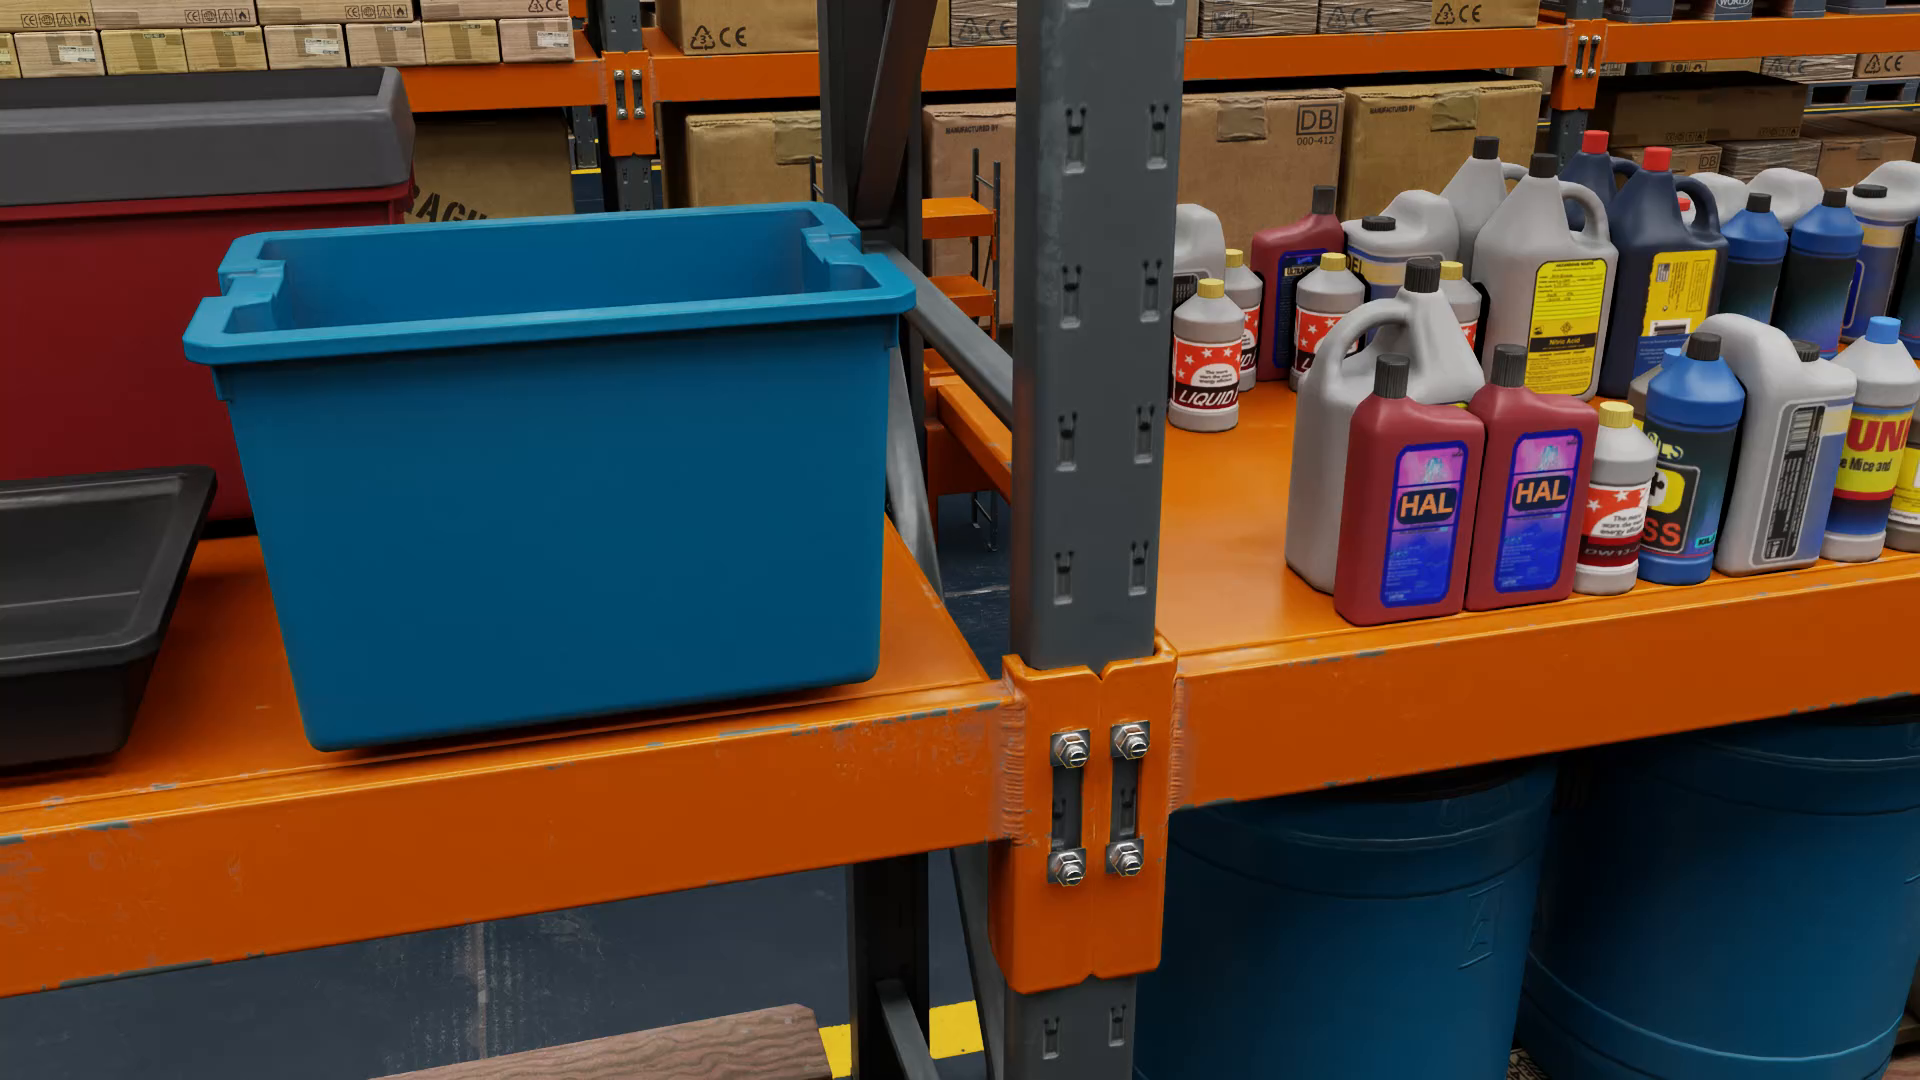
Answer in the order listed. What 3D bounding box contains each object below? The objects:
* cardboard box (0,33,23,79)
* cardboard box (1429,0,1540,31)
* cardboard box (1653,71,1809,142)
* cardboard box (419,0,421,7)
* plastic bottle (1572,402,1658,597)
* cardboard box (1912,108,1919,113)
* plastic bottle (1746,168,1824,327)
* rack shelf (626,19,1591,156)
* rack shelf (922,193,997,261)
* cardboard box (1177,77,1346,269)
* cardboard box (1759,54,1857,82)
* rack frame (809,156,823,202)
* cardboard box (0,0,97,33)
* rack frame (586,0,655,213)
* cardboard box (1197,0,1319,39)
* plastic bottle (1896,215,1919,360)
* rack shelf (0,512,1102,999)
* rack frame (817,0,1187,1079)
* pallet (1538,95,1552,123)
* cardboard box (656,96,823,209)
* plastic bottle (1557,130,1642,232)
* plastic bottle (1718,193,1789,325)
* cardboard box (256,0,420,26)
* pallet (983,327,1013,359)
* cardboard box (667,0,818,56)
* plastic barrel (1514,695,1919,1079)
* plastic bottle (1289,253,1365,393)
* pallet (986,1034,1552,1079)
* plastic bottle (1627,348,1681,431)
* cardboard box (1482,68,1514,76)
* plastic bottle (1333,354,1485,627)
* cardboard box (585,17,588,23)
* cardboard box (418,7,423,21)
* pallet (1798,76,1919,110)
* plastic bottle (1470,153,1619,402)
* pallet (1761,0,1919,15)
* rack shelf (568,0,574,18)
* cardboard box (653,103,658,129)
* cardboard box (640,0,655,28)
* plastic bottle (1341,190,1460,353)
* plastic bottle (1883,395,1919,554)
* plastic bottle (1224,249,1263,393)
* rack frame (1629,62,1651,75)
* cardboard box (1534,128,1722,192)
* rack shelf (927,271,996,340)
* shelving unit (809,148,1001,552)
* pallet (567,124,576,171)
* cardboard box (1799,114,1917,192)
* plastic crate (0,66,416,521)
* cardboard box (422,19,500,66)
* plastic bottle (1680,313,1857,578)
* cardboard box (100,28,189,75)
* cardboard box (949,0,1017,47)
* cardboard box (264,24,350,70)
[{"bbox_3d":[-3.279,-1.647,5.602,0.250,0.149,0.380,-7,24,-16],"label":"cardboard box"},{"bbox_3d":[2.103,-2.437,6.998,0.500,0.500,0.500,-6,24,-13],"label":"cardboard box"},{"bbox_3d":[3.657,-2.078,7.951,0.500,0.250,0.500,-4,23,-8],"label":"cardboard box"},{"bbox_3d":[-1.863,-2.228,6.452,0.500,0.250,0.500,-7,24,-15],"label":"cardboard box"},{"bbox_3d":[0.701,-0.050,1.814,0.097,0.201,0.097,0,23,0],"label":"plastic bottle"},{"bbox_3d":[5.302,-1.916,8.523,0.500,0.500,0.700,-6,24,-15],"label":"cardboard box"},{"bbox_3d":[1.257,-0.445,2.641,0.135,0.276,0.152,-6,24,-14],"label":"plastic bottle"},{"bbox_3d":[0.586,-1.994,7.005,4.000,0.370,1.077,-6,24,-14],"label":"rack shelf"},{"bbox_3d":[-0.159,-0.895,4.817,0.480,0.148,0.258,-6,24,-14],"label":"rack shelf"},{"bbox_3d":[0.981,-1.596,7.328,0.875,0.875,1.225,-6,24,-14],"label":"cardboard box"},{"bbox_3d":[6.612,-4.212,13.423,0.875,0.875,0.875,-6,24,-14],"label":"cardboard box"},{"bbox_3d":[-0.394,-0.508,4.912,0.015,1.200,0.240,-6,24,-14],"label":"rack frame"},{"bbox_3d":[-3.172,-1.869,5.615,0.500,0.250,0.500,-7,24,-15],"label":"cardboard box"},{"bbox_3d":[-1.340,-2.111,6.366,0.127,3.000,1.000,-6,24,-14],"label":"rack frame"},{"bbox_3d":[1.123,-2.329,6.747,0.500,0.500,0.500,-7,24,-16],"label":"cardboard box"},{"bbox_3d":[1.532,-0.423,2.594,0.097,0.271,0.097,0,23,0],"label":"plastic bottle"},{"bbox_3d":[-1.927,0.313,1.629,4.000,0.370,1.077,-6,24,-14],"label":"rack shelf"},{"bbox_3d":[-0.002,-0.231,1.984,0.127,3.000,1.000,-6,24,-14],"label":"rack frame"},{"bbox_3d":[4.398,-3.465,13.058,1.213,0.211,1.003,-6,24,-14],"label":"pallet"},{"bbox_3d":[-0.729,-1.404,6.879,0.875,0.875,1.225,-6,24,-14],"label":"cardboard box"},{"bbox_3d":[0.973,-0.450,2.557,0.185,0.351,0.144,-6,24,-14],"label":"plastic bottle"},{"bbox_3d":[1.179,-0.384,2.503,0.097,0.271,0.097,0,23,0],"label":"plastic bottle"},{"bbox_3d":[-2.192,-1.976,5.865,0.500,0.250,0.500,-6,24,-13],"label":"cardboard box"},{"bbox_3d":[0.560,-1.072,7.481,1.213,0.211,1.003,-6,24,-14],"label":"pallet"},{"bbox_3d":[-0.829,-2.111,6.240,0.500,0.500,0.500,-6,24,-14],"label":"cardboard box"},{"bbox_3d":[1.208,0.414,2.611,0.708,0.901,0.600,-6,24,-14],"label":"plastic barrel"},{"bbox_3d":[0.539,-0.318,2.439,0.097,0.201,0.097,0,23,0],"label":"plastic bottle"},{"bbox_3d":[0.752,0.984,2.688,1.213,0.211,1.003,-6,24,-14],"label":"pallet"},{"bbox_3d":[0.847,-0.129,1.997,0.097,0.201,0.097,0,23,0],"label":"plastic bottle"},{"bbox_3d":[3.617,-3.815,12.657,0.750,0.750,1.050,-6,24,-14],"label":"cardboard box"},{"bbox_3d":[0.466,-0.054,1.720,0.133,0.283,0.061,-6,24,-14],"label":"plastic bottle"},{"bbox_3d":[-3.441,-5.187,15.696,0.875,0.875,0.875,-6,24,-13],"label":"cardboard box"},{"bbox_3d":[-2.221,-2.034,6.505,0.250,0.149,0.380,-6,24,-13],"label":"cardboard box"},{"bbox_3d":[7.050,-3.758,13.741,1.213,0.211,1.003,-6,24,-14],"label":"pallet"},{"bbox_3d":[0.834,-0.376,2.384,0.185,0.351,0.144,-6,24,-14],"label":"plastic bottle"},{"bbox_3d":[4.406,-2.676,7.925,1.213,0.211,1.003,-6,24,-14],"label":"pallet"},{"bbox_3d":[-4.508,-3.461,10.425,4.000,0.370,1.077,-6,24,-14],"label":"rack shelf"},{"bbox_3d":[-1.799,-3.027,11.139,0.500,0.500,0.500,-5,24,-12],"label":"cardboard box"},{"bbox_3d":[-1.933,-3.569,11.451,0.500,0.250,0.500,-7,24,-16],"label":"cardboard box"},{"bbox_3d":[0.642,-0.377,2.483,0.135,0.276,0.152,-6,24,-14],"label":"plastic bottle"},{"bbox_3d":[1.112,-0.095,1.920,0.097,0.201,0.097,0,23,0],"label":"plastic bottle"},{"bbox_3d":[0.395,-0.327,2.460,0.097,0.201,0.097,0,23,0],"label":"plastic bottle"},{"bbox_3d":[5.120,-4.857,12.766,0.127,3.000,1.000,-6,24,-14],"label":"rack frame"},{"bbox_3d":[3.151,-1.670,7.949,0.500,0.500,0.700,-8,24,-17],"label":"cardboard box"},{"bbox_3d":[-0.159,-0.678,4.911,0.480,0.148,0.258,-6,24,-14],"label":"rack shelf"},{"bbox_3d":[-0.159,-0.534,4.972,0.503,1.200,0.258,-6,24,-14],"label":"shelving unit"},{"bbox_3d":[-3.219,-2.639,11.132,1.213,0.211,1.003,-6,24,-14],"label":"pallet"},{"bbox_3d":[4.226,-1.797,8.245,0.500,0.500,0.700,-4,24,-10],"label":"cardboard box"},{"bbox_3d":[-0.929,-0.288,1.960,0.583,0.464,0.402,-6,24,-14],"label":"plastic crate"},{"bbox_3d":[-1.793,-1.811,5.986,0.250,0.149,0.380,-6,24,-13],"label":"cardboard box"},{"bbox_3d":[0.899,-0.117,1.877,0.135,0.276,0.152,-6,24,-14],"label":"plastic bottle"},{"bbox_3d":[-2.782,-1.702,5.731,0.250,0.149,0.380,-7,24,-15],"label":"cardboard box"},{"bbox_3d":[0.136,-2.218,6.489,0.500,0.500,0.500,-7,24,-16],"label":"cardboard box"},{"bbox_3d":[-2.287,-1.757,5.859,0.250,0.149,0.380,-6,24,-13],"label":"cardboard box"}]
